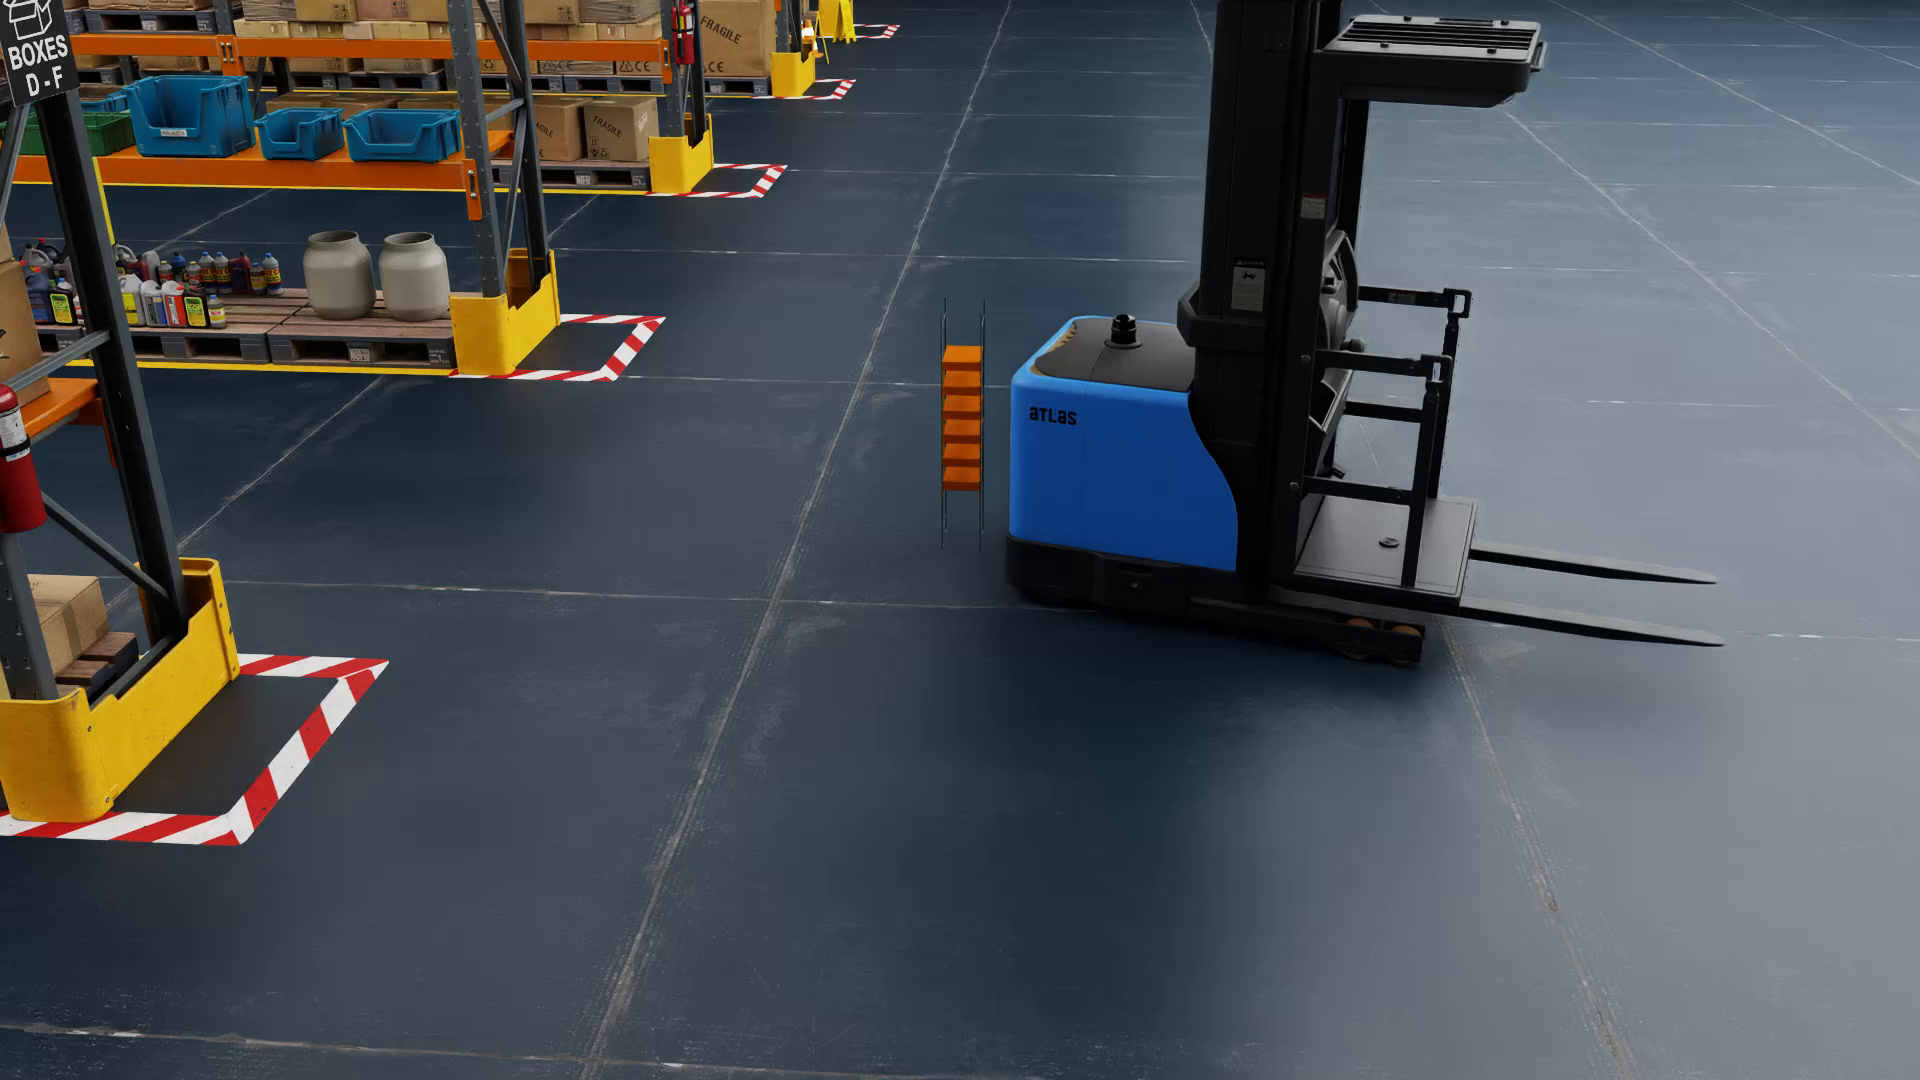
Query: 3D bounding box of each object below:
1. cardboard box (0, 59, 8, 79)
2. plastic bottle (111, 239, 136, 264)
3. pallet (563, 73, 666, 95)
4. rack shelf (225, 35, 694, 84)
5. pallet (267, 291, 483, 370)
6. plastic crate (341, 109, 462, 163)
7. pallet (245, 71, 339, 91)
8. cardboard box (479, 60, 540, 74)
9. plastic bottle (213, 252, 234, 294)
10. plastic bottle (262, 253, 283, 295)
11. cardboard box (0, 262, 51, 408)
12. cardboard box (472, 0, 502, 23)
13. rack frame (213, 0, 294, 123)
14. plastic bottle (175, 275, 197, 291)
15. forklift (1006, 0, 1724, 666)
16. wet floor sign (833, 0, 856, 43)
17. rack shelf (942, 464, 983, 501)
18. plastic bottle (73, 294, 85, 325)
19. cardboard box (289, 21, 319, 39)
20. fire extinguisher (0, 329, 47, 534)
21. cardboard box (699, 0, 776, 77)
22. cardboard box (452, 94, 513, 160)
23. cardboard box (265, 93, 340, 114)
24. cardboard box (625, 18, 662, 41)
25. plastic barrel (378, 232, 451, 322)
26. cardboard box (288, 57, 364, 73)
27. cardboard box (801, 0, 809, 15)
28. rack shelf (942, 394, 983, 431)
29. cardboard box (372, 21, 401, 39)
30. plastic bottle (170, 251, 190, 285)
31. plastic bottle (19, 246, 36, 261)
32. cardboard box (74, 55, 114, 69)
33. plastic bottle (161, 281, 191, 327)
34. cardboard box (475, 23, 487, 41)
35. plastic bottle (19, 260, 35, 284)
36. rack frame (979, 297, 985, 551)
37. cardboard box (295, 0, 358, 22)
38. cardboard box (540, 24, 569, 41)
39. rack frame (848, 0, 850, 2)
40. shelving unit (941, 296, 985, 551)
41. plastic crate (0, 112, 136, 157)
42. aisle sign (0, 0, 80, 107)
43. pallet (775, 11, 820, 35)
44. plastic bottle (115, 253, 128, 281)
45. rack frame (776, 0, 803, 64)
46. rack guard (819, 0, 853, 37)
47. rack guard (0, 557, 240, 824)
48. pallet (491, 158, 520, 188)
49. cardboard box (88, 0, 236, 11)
[{"bbox_3d":[-9.273,-4.360,15.643,0.500,0.250,0.500,5,25,10],"label":"cardboard box"},{"bbox_3d":[-5.686,-1.864,11.294,0.185,0.351,0.144,2,25,4],"label":"plastic bottle"},{"bbox_3d":[-4.032,-5.551,20.000,1.213,0.211,1.003,2,25,4],"label":"pallet"},{"bbox_3d":[-4.490,-4.458,15.149,4.000,0.370,1.077,2,25,4],"label":"rack shelf"},{"bbox_3d":[-3.764,-1.401,10.980,1.213,0.211,1.003,2,25,4],"label":"pallet"},{"bbox_3d":[-3.397,-2.480,10.168,0.616,0.251,0.499,2,25,4],"label":"plastic crate"},{"bbox_3d":[-7.999,-5.677,20.274,1.213,0.211,1.003,2,25,4],"label":"pallet"},{"bbox_3d":[-5.382,-6.089,19.873,0.875,0.875,0.875,2,25,5],"label":"cardboard box"},{"bbox_3d":[-5.001,-1.816,11.284,0.097,0.271,0.097,0,25,0],"label":"plastic bottle"},{"bbox_3d":[-4.659,-1.805,11.260,0.097,0.271,0.097,0,25,0],"label":"plastic bottle"},{"bbox_3d":[-3.723,-0.658,5.910,0.500,0.500,0.700,2,25,4],"label":"cardboard box"},{"bbox_3d":[-4.045,-4.930,14.840,0.500,0.500,0.875,2,25,4],"label":"cardboard box"},{"bbox_3d":[-6.484,-4.849,15.138,0.127,3.000,1.000,2,25,4],"label":"rack frame"},{"bbox_3d":[-4.982,-1.562,10.719,0.133,0.283,0.061,2,25,4],"label":"plastic bottle"},{"bbox_3d":[1.782,-1.049,6.963,3.031,2.935,1.130,9,26,18],"label":"forklift"},{"bbox_3d":[-1.630,-7.329,23.346,0.232,0.644,0.267,11,27,22],"label":"wet floor sign"},{"bbox_3d":[0.014,-0.286,8.056,0.180,0.103,0.258,2,25,4],"label":"rack shelf"},{"bbox_3d":[-5.622,-1.489,10.659,0.097,0.201,0.097,0,25,0],"label":"plastic bottle"},{"bbox_3d":[-5.793,-4.592,14.882,0.250,0.149,0.380,2,25,4],"label":"cardboard box"},{"bbox_3d":[-3.176,-0.359,5.474,0.183,0.674,0.296,2,25,4],"label":"fire extinguisher"},{"bbox_3d":[-2.697,-6.004,19.689,0.875,0.875,0.875,2,25,4],"label":"cardboard box"},{"bbox_3d":[-4.339,-3.836,15.424,0.500,0.500,0.500,4,25,9],"label":"cardboard box"},{"bbox_3d":[-6.089,-3.874,15.509,0.500,0.500,0.500,1,25,2],"label":"cardboard box"},{"bbox_3d":[-2.796,-4.530,14.745,0.250,0.149,0.380,2,25,4],"label":"cardboard box"},{"bbox_3d":[-3.537,-1.706,10.782,0.421,0.512,0.421,0,25,0],"label":"plastic barrel"},{"bbox_3d":[-7.591,-6.096,20.038,0.750,0.750,1.050,2,25,4],"label":"cardboard box"},{"bbox_3d":[-2.521,-7.934,24.630,0.500,0.250,0.500,2,25,4],"label":"cardboard box"},{"bbox_3d":[0.014,-0.613,7.906,0.180,0.103,0.258,2,25,4],"label":"rack shelf"},{"bbox_3d":[-5.045,-4.573,14.838,0.250,0.149,0.380,2,25,4],"label":"cardboard box"},{"bbox_3d":[-5.303,-1.825,11.305,0.097,0.271,0.097,0,25,0],"label":"plastic bottle"},{"bbox_3d":[-6.359,-1.872,11.393,0.133,0.283,0.061,3,25,7],"label":"plastic bottle"},{"bbox_3d":[-10.668,-6.008,20.145,0.500,0.500,0.500,2,25,4],"label":"cardboard box"},{"bbox_3d":[-4.989,-1.514,10.624,0.135,0.276,0.152,2,25,4],"label":"plastic bottle"},{"bbox_3d":[-4.300,-4.534,14.754,0.250,0.149,0.380,2,25,4],"label":"cardboard box"},{"bbox_3d":[-6.079,-1.642,10.812,0.185,0.351,0.144,2,25,4],"label":"plastic bottle"},{"bbox_3d":[0.106,-0.542,7.931,0.006,1.200,0.240,2,25,4],"label":"rack frame"},{"bbox_3d":[-5.545,-4.958,14.901,0.500,0.500,0.875,2,25,4],"label":"cardboard box"},{"bbox_3d":[-3.547,-4.539,14.765,0.250,0.149,0.380,2,25,4],"label":"cardboard box"},{"bbox_3d":[-1.737,-8.851,23.836,0.127,3.000,1.000,2,25,4],"label":"rack frame"},{"bbox_3d":[0.014,-0.545,7.937,0.189,1.200,0.258,2,25,4],"label":"shelving unit"},{"bbox_3d":[-5.532,-2.527,10.346,0.662,0.188,0.450,2,25,4],"label":"plastic crate"},{"bbox_3d":[-3.169,-1.899,5.617,0.004,0.787,0.394,2,25,4],"label":"aisle sign"},{"bbox_3d":[-2.621,-7.627,24.513,1.213,0.211,1.003,2,25,4],"label":"pallet"},{"bbox_3d":[-5.668,-1.790,11.213,0.133,0.283,0.061,2,25,4],"label":"plastic bottle"},{"bbox_3d":[-2.016,-6.785,19.345,0.127,3.000,1.000,2,25,4],"label":"rack frame"},{"bbox_3d":[-1.813,-7.718,24.364,0.348,0.500,1.175,2,25,4],"label":"rack guard"},{"bbox_3d":[-3.234,0.544,6.408,0.348,0.500,1.175,2,25,4],"label":"rack guard"},{"bbox_3d":[-4.592,-3.537,15.624,1.213,0.211,1.003,2,25,4],"label":"pallet"},{"bbox_3d":[-7.266,-5.396,15.107,1.000,1.000,1.000,2,25,4],"label":"cardboard box"}]
